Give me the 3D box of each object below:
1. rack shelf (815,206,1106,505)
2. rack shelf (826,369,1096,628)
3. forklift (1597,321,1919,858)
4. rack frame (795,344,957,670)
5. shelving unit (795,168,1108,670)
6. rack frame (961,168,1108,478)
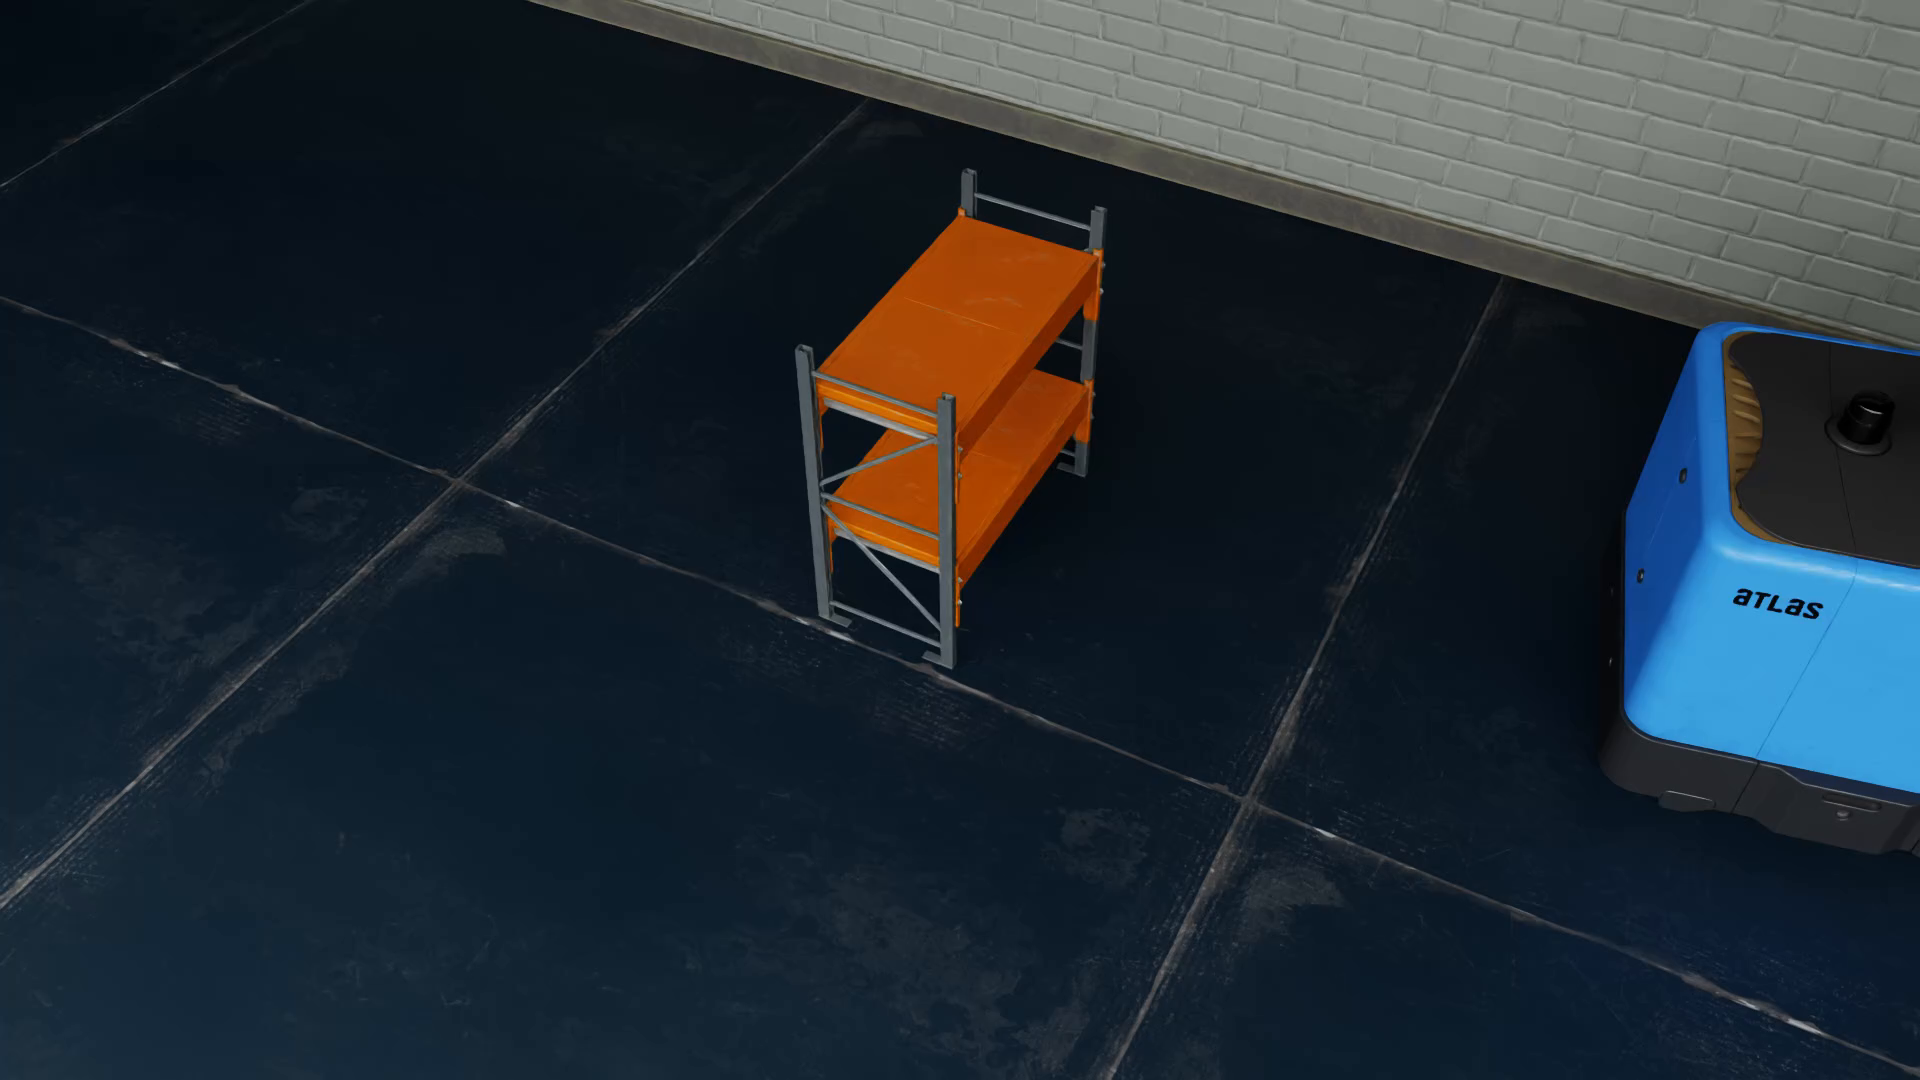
[{"bbox_3d":[-0.003,-0.597,5.138,0.538,0.278,1.000,20,49,19],"label":"rack shelf"},{"bbox_3d":[-0.003,-0.219,5.520,0.538,0.278,1.000,20,49,19],"label":"rack shelf"},{"bbox_3d":[3.489,-0.316,4.001,3.031,2.935,1.130,12,46,11],"label":"forklift"},{"bbox_3d":[-0.239,-0.071,5.029,0.500,1.125,0.032,20,49,19],"label":"rack frame"},{"bbox_3d":[-0.003,-0.391,5.346,0.538,1.125,1.048,20,49,19],"label":"shelving unit"},{"bbox_3d":[0.233,-0.711,5.662,0.500,1.125,0.032,20,49,19],"label":"rack frame"}]
